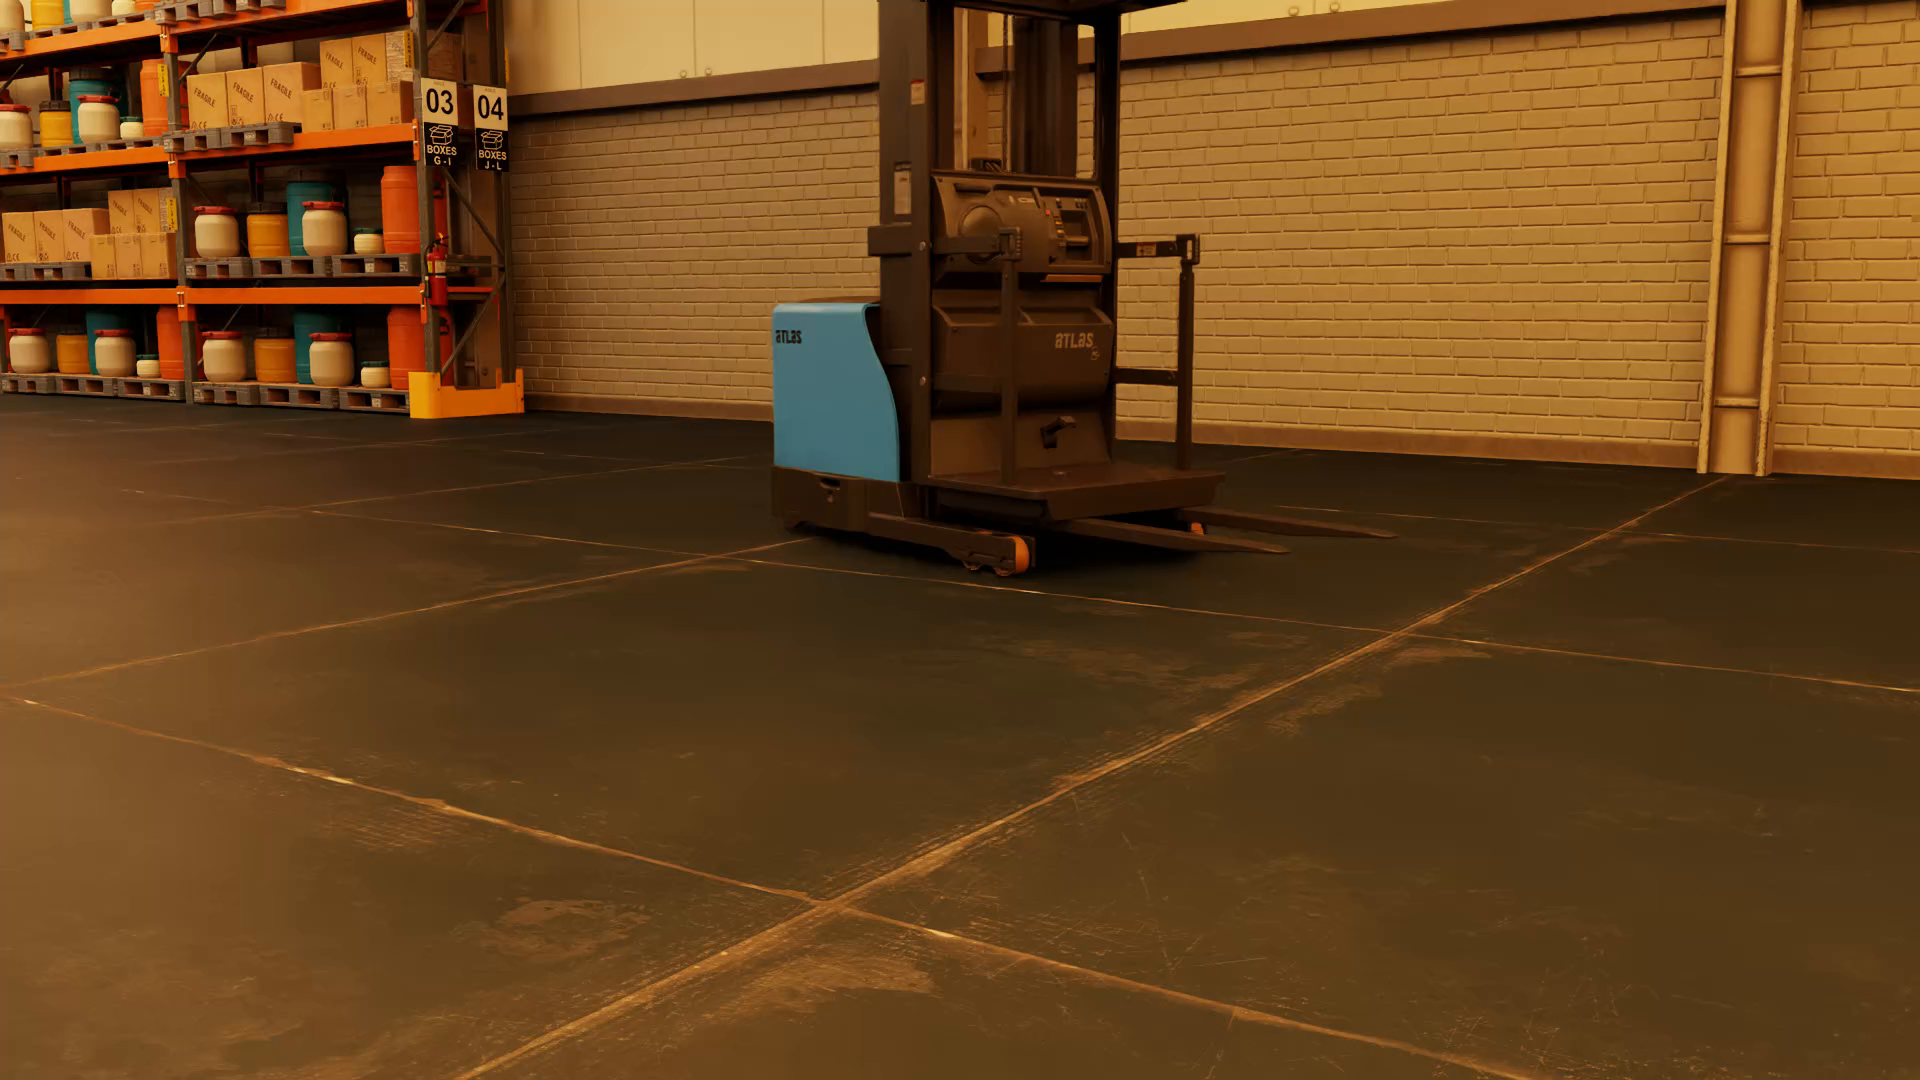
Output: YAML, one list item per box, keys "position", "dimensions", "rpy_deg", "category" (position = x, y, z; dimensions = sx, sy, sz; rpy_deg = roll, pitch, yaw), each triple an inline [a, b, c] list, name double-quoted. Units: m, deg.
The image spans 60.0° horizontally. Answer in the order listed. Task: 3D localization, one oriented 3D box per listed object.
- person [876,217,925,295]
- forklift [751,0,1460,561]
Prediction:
- position: [-0.378, -1.214, 10.460]
  dimensions: [0.314, 1.604, 0.407]
  rpy_deg: [-2, 8, -17]
  category: "person"
- position: [0.644, -1.443, 7.341]
  dimensions: [3.031, 2.935, 1.130]
  rpy_deg: [1, 8, 6]
  category: "forklift"
